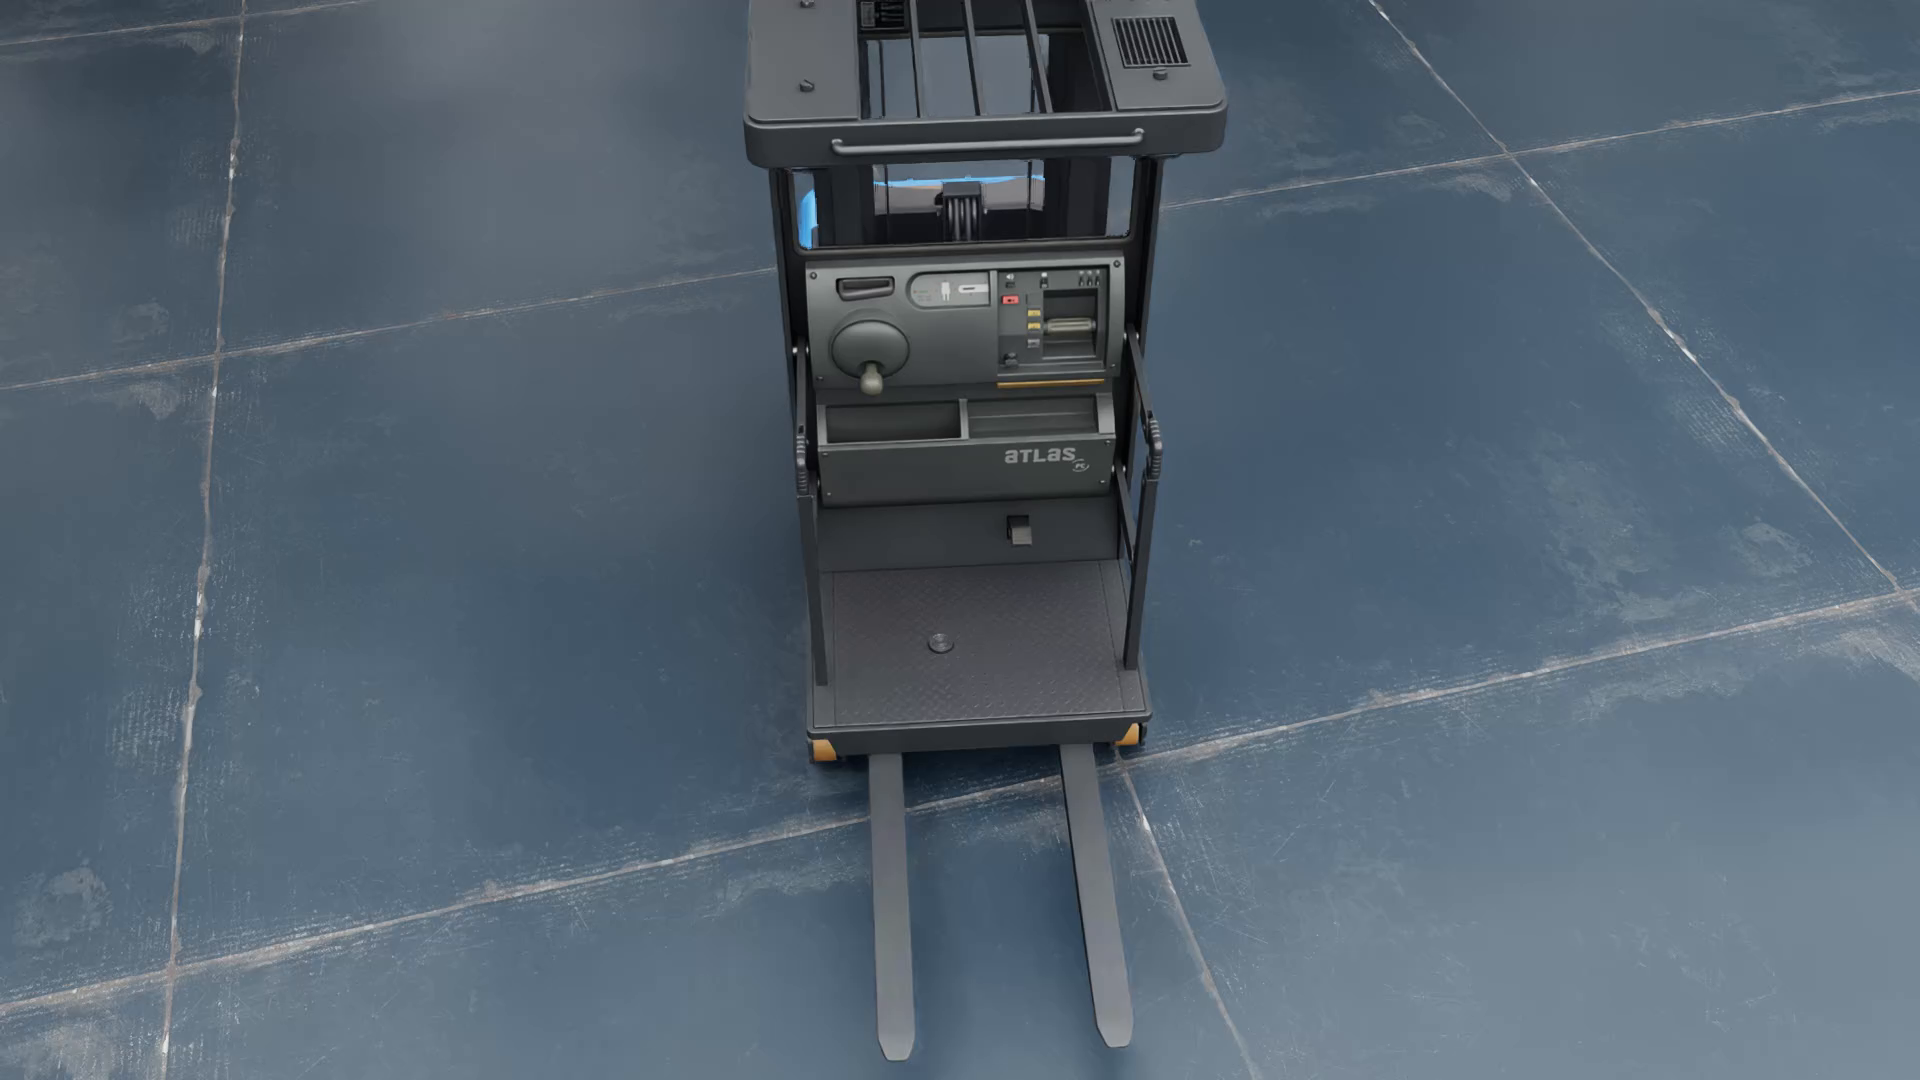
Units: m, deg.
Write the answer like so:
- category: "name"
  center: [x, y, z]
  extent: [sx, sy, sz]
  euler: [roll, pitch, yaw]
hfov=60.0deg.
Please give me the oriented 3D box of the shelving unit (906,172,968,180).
- category: "shelving unit"
  center: [-0.078, -1.005, 6.598]
  extent: [0.258, 0.900, 0.210]
  euler: [-3, 43, -3]

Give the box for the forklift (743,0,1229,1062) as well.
- category: "forklift"
  center: [0.034, -0.541, 4.728]
  extent: [1.130, 2.935, 3.031]
  euler: [-3, 46, -3]

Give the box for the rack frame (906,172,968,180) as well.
- category: "rack frame"
  center: [-0.086, -1.074, 6.672]
  extent: [0.240, 0.900, 0.006]
  euler: [-3, 43, -3]
